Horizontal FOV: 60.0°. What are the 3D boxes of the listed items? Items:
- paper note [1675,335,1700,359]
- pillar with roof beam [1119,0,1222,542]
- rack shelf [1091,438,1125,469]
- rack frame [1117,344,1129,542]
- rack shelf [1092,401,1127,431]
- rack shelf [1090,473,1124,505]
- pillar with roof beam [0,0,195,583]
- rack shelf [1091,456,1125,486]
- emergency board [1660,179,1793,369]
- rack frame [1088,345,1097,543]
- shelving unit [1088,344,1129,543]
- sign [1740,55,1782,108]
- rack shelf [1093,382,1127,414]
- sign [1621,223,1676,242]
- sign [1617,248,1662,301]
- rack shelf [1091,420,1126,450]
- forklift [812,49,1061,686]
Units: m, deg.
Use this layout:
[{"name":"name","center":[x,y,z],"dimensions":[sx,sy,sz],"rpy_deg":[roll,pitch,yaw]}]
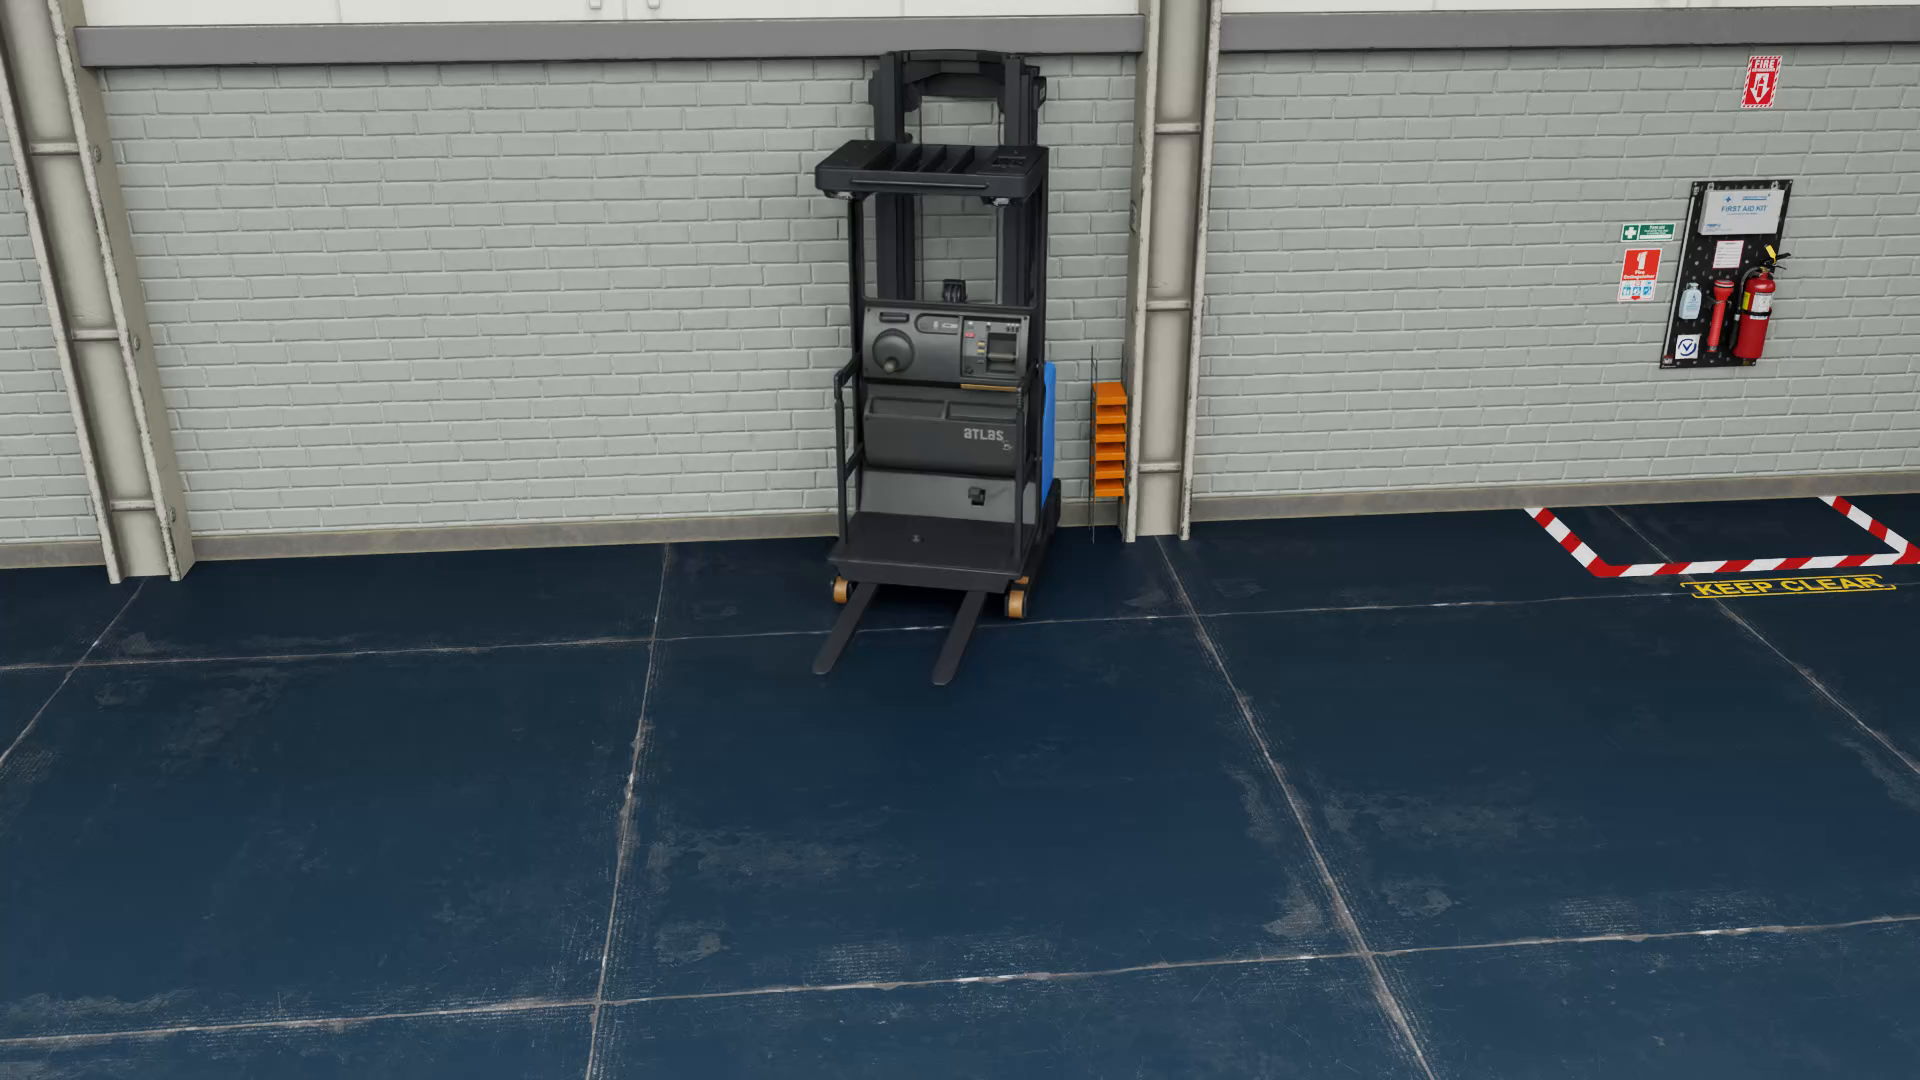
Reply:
[{"name":"paper note","center":[4.528,-1.202,10.346],"dimensions":[0.142,0.148,0.016],"rpy_deg":[-2,24,-5]},{"name":"pillar with roof beam","center":[1.626,-2.429,4.635],"dimensions":[0.400,9.000,9.100],"rpy_deg":[-2,24,-5]},{"name":"rack shelf","center":[0.893,-0.532,10.055],"dimensions":[0.180,0.103,0.258],"rpy_deg":[-2,27,-2]},{"name":"rack frame","center":[0.983,-0.575,10.038],"dimensions":[0.006,1.200,0.240],"rpy_deg":[-2,27,-2]},{"name":"rack shelf","center":[0.888,-0.745,9.945],"dimensions":[0.180,0.103,0.258],"rpy_deg":[-2,27,-2]},{"name":"rack shelf","center":[0.897,-0.319,10.166],"dimensions":[0.180,0.103,0.258],"rpy_deg":[-2,27,-2]},{"name":"pillar with roof beam","center":[-4.345,-2.189,4.096],"dimensions":[0.400,9.000,9.100],"rpy_deg":[-2,24,-5]},{"name":"rack shelf","center":[0.895,-0.425,10.111],"dimensions":[0.180,0.103,0.258],"rpy_deg":[-2,27,-2]},{"name":"emergency board","center":[4.711,-1.584,10.120],"dimensions":[0.643,1.169,0.194],"rpy_deg":[-2,24,-5]},{"name":"rack frame","center":[0.800,-0.567,10.032],"dimensions":[0.006,1.200,0.240],"rpy_deg":[-2,27,-2]},{"name":"shelving unit","center":[0.892,-0.571,10.035],"dimensions":[0.189,1.200,0.258],"rpy_deg":[-2,27,-2]},{"name":"sign","center":[4.693,-2.683,9.739],"dimensions":[0.199,0.298,0.001],"rpy_deg":[-2,24,-5]},{"name":"rack shelf","center":[0.886,-0.851,9.890],"dimensions":[0.180,0.103,0.258],"rpy_deg":[-2,27,-2]},{"name":"sign","center":[4.156,-1.858,10.042],"dimensions":[0.331,0.109,0.001],"rpy_deg":[-2,24,-5]},{"name":"sign","center":[4.151,-1.620,10.157],"dimensions":[0.234,0.329,0.001],"rpy_deg":[-2,24,-5]},{"name":"rack shelf","center":[0.890,-0.638,10.000],"dimensions":[0.180,0.103,0.258],"rpy_deg":[-2,27,-2]},{"name":"forklift","center":[-0.117,-1.059,9.023],"dimensions":[1.130,2.935,3.031],"rpy_deg":[4,24,10]}]
